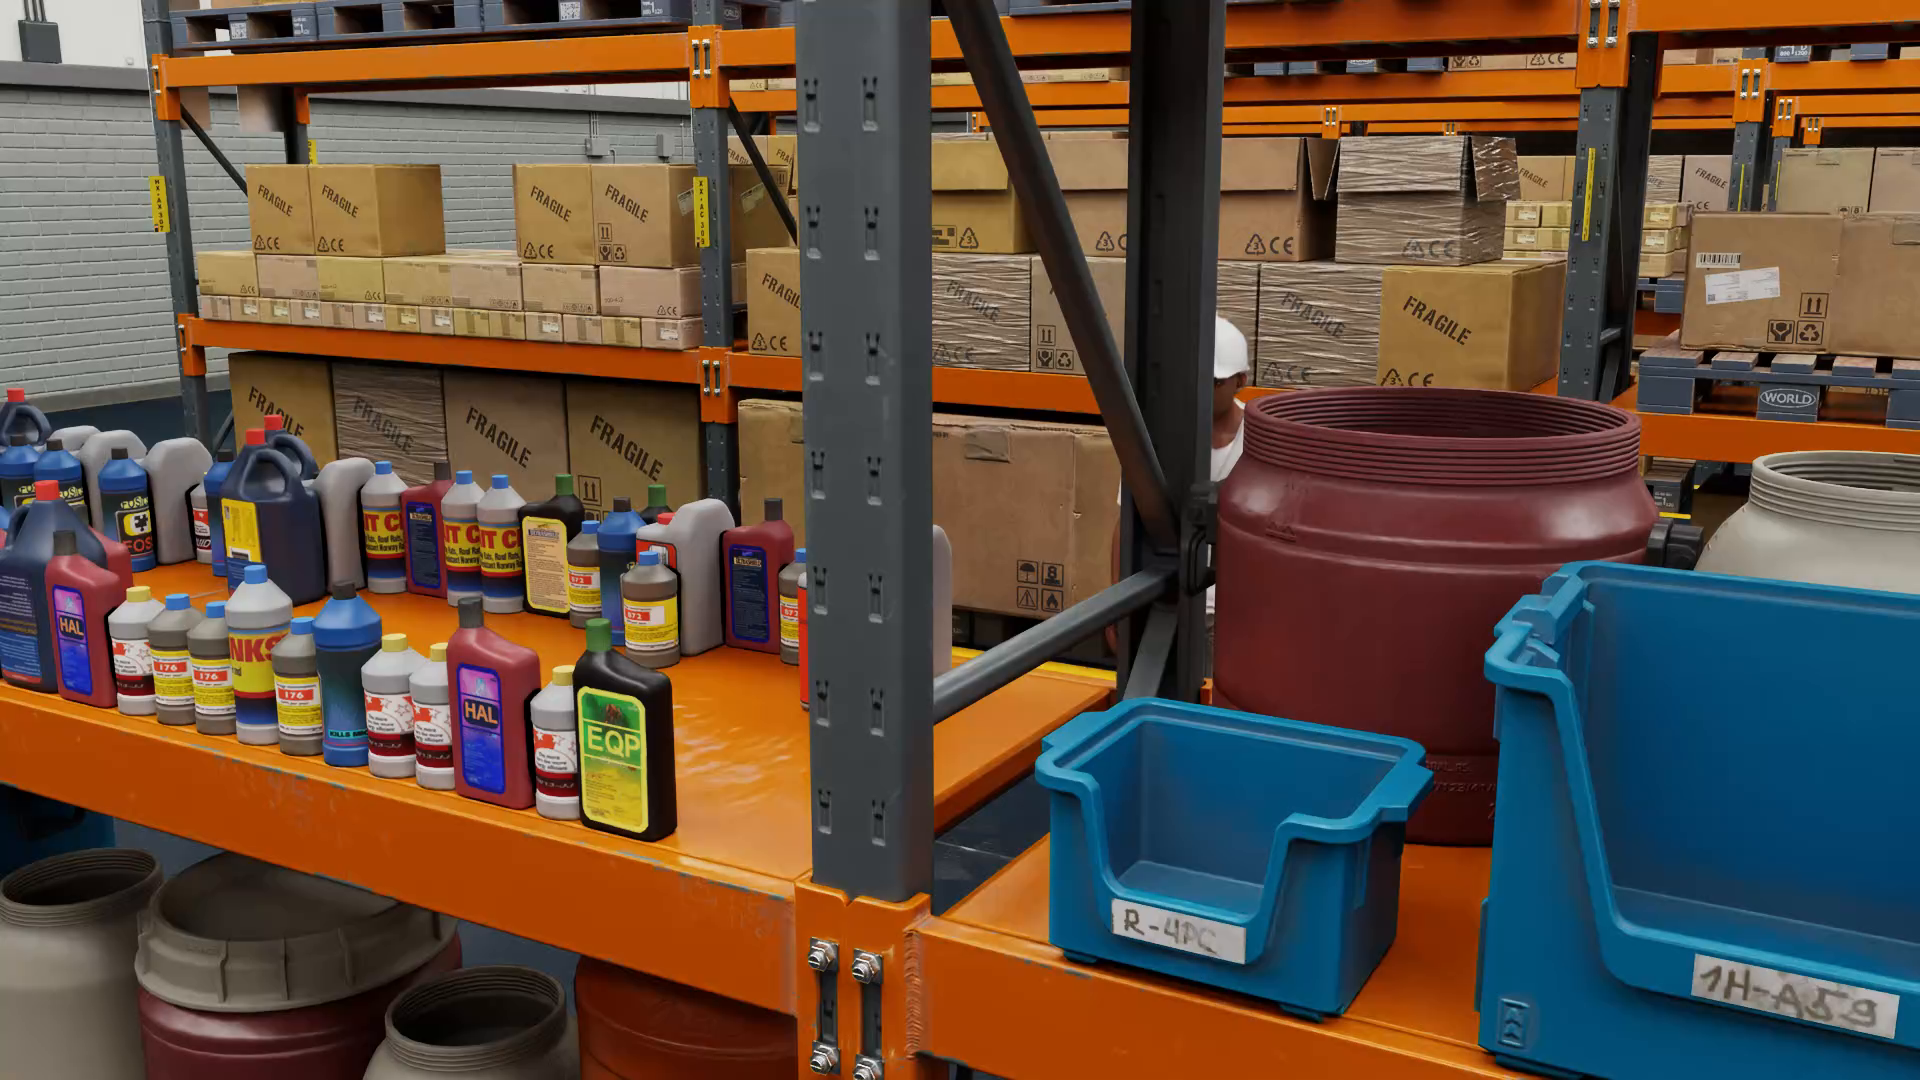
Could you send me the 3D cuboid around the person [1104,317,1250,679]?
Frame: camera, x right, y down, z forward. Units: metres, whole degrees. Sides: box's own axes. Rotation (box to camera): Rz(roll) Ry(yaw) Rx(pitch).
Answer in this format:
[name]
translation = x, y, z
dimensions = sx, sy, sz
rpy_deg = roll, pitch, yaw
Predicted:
[person]
translation = 0.728, 0.216, 4.957
dimensions = 0.615, 1.760, 0.457
rpy_deg = 6, 14, 26
